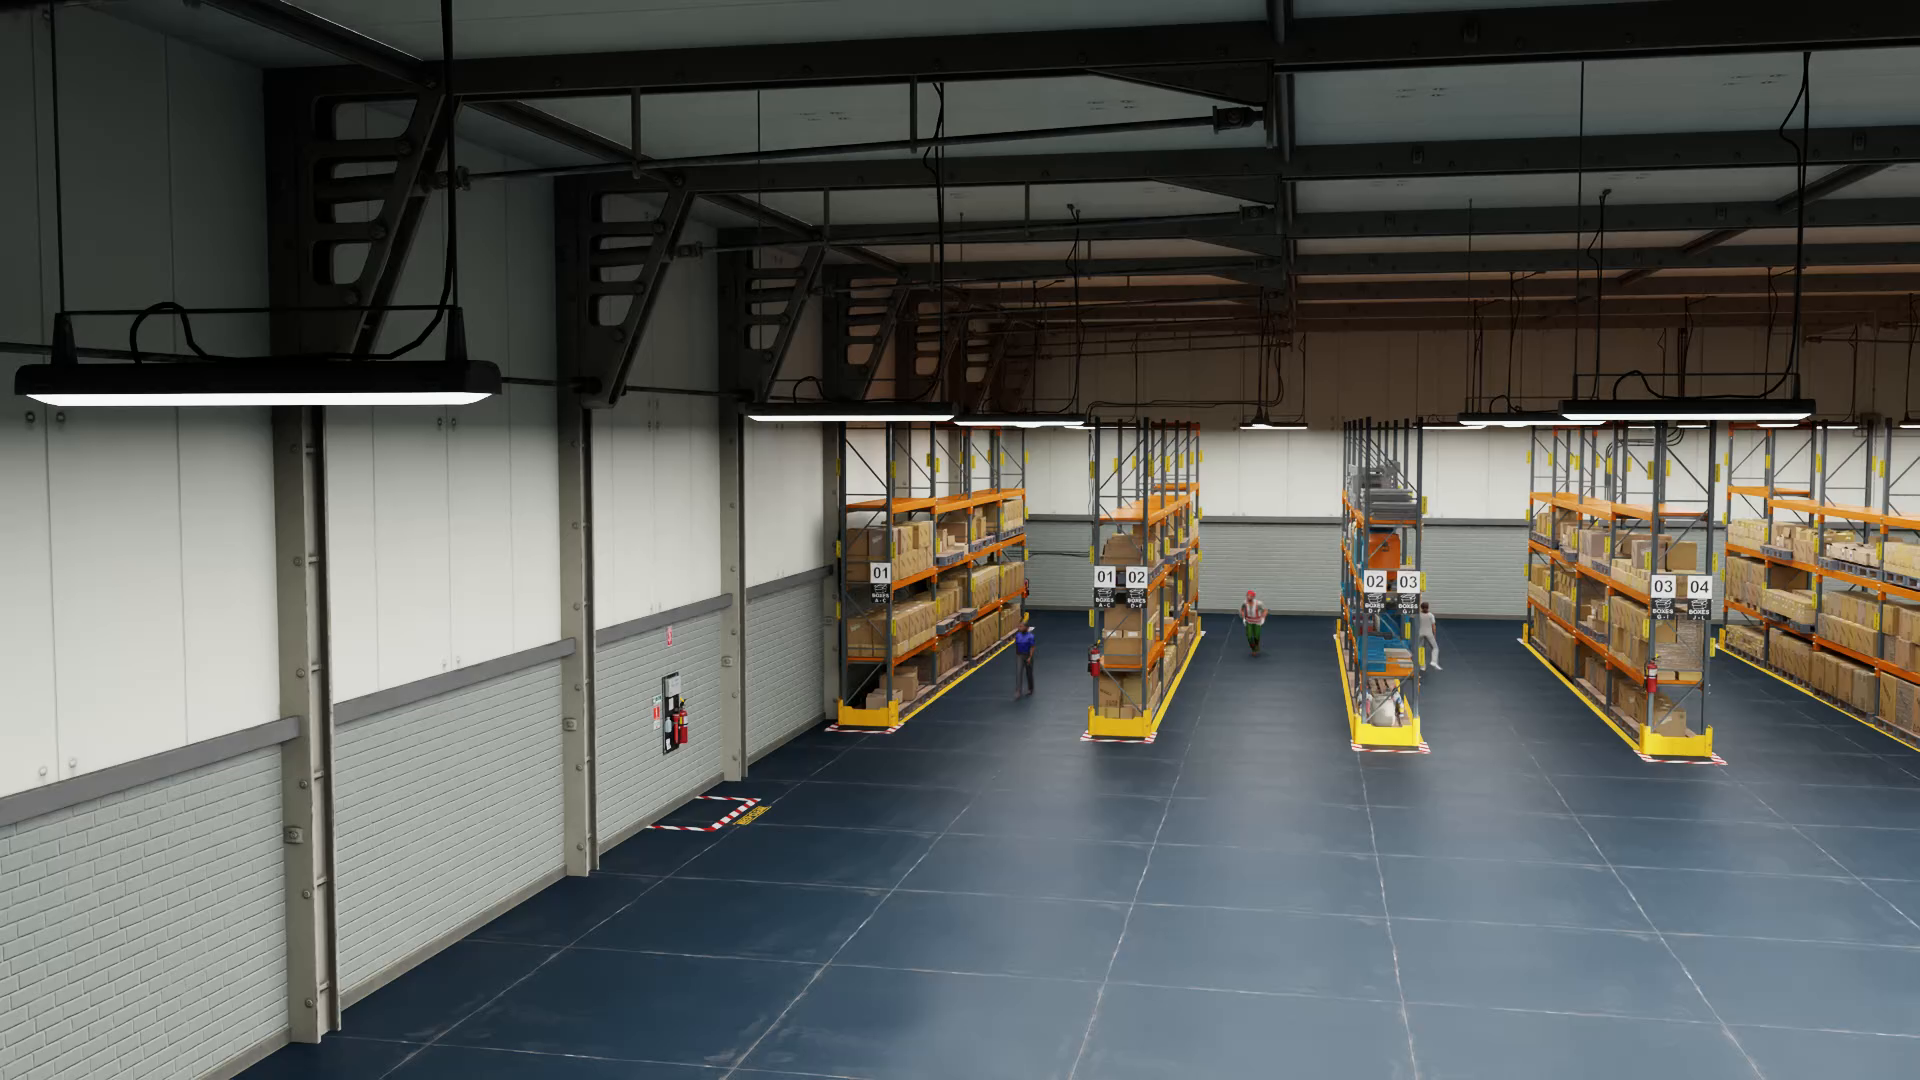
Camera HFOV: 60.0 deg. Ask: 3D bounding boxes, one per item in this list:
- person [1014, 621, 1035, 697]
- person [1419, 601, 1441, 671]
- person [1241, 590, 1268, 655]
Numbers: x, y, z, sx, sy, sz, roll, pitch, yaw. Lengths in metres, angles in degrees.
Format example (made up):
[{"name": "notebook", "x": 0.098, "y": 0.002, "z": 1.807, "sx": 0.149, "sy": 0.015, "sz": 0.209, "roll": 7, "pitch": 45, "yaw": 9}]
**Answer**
[{"name": "person", "x": 1.387, "y": 2.563, "z": 35.888, "sx": 0.467, "sy": 1.622, "sz": 0.905, "roll": 1, "pitch": 4, "yaw": 19}, {"name": "person", "x": 11.223, "y": 2.314, "z": 39.842, "sx": 0.594, "sy": 1.665, "sz": 0.569, "roll": 1, "pitch": 4, "yaw": 17}, {"name": "person", "x": 7.544, "y": 2.120, "z": 42.630, "sx": 0.696, "sy": 1.688, "sz": 0.619, "roll": 1, "pitch": 4, "yaw": 18}]
